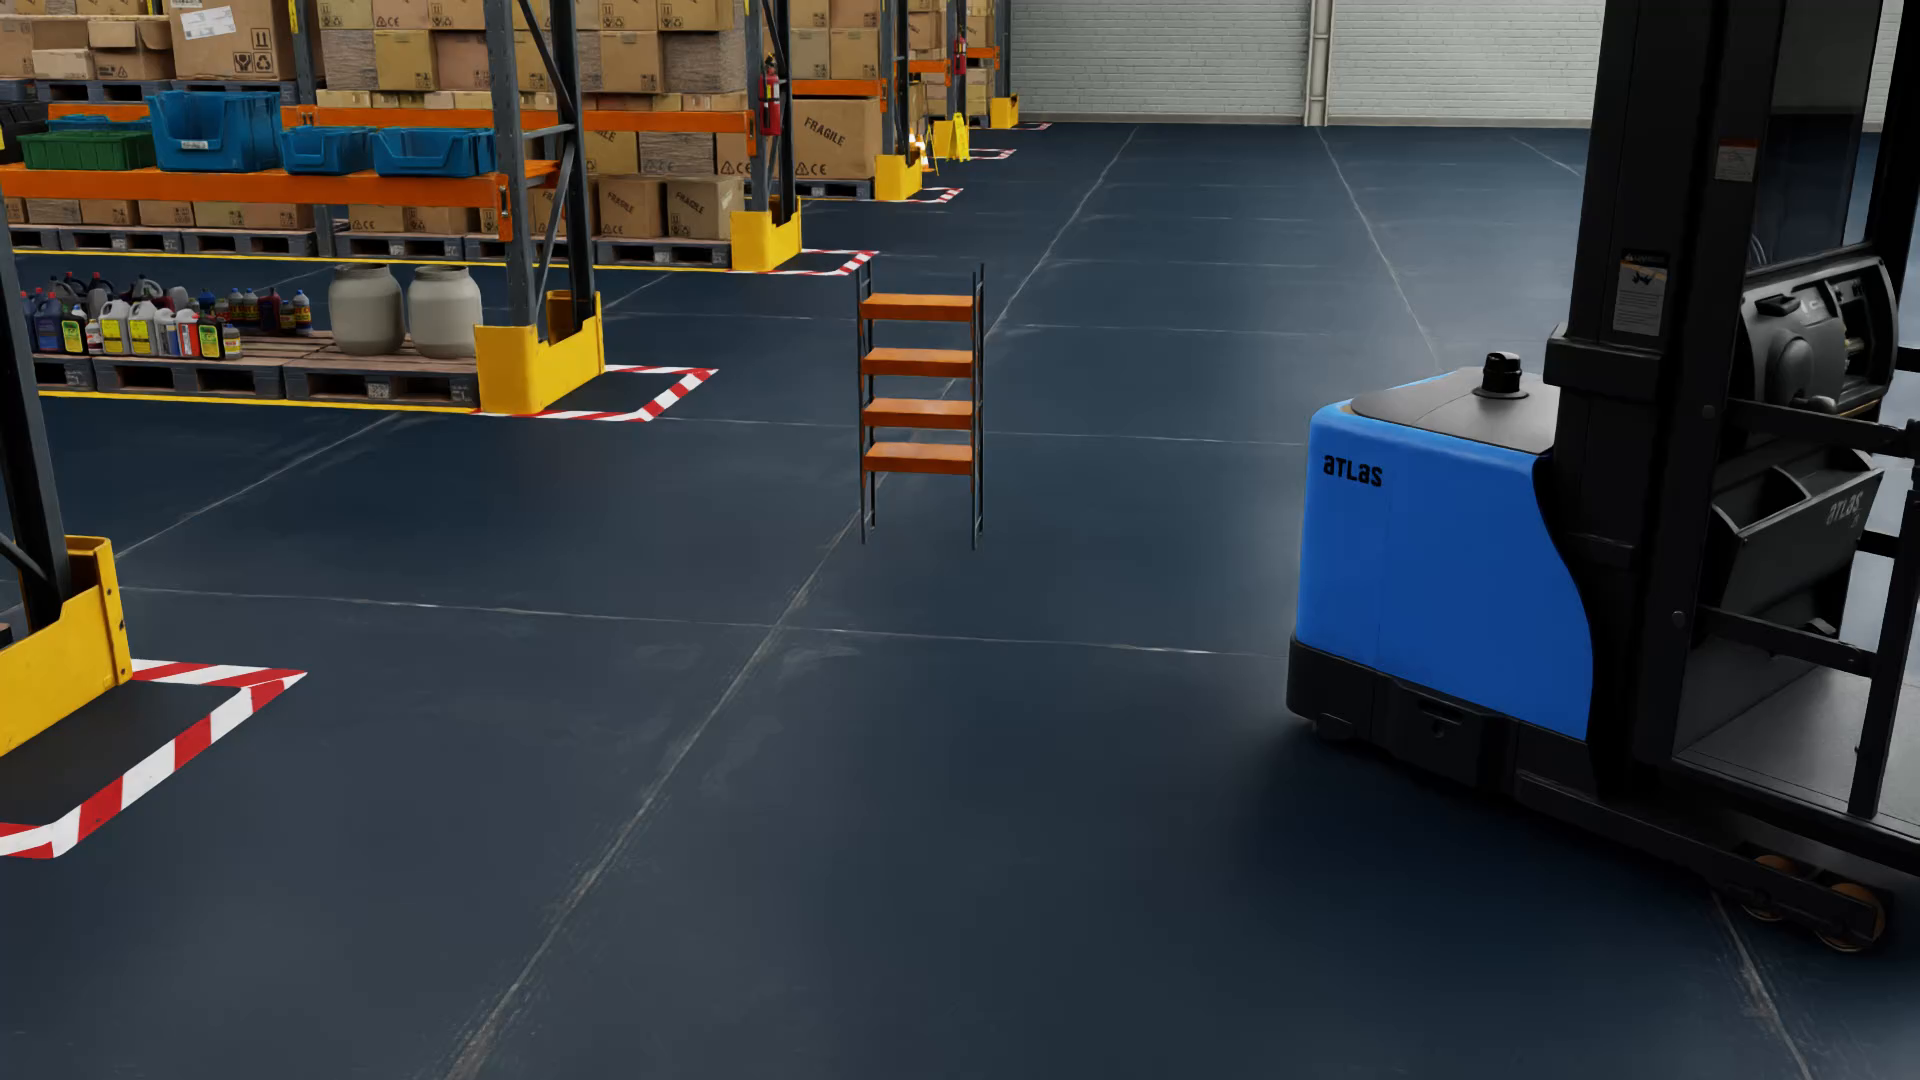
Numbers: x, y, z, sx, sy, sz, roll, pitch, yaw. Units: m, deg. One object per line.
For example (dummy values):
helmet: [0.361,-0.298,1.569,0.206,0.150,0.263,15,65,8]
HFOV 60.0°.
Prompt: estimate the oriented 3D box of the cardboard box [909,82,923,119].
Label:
cardboard box: [-0.822,-6.368,24.098,0.500,0.500,0.500,2,19,7]

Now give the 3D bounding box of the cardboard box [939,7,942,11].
cardboard box: [-0.396,-8.881,27.938,0.250,0.149,0.380,3,19,8]

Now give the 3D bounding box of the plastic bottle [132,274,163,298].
plastic bottle: [-5.163,-1.519,10.596,0.185,0.351,0.144,3,19,8]

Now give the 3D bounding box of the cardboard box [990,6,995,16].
cardboard box: [0.444,-8.998,28.288,0.250,0.149,0.380,2,19,7]

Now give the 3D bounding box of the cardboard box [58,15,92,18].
cardboard box: [-10.463,-6.145,19.738,0.250,0.149,0.380,4,19,11]

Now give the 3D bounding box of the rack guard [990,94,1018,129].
rack guard: [0.761,-7.358,28.506,0.348,0.500,1.175,3,19,9]

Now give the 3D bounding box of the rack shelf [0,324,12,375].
rack shelf: [-5.168,-0.541,5.326,4.000,0.370,1.077,3,19,9]

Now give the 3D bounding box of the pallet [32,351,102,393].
pallet: [-5.696,-1.165,10.452,1.213,0.211,1.003,3,19,9]

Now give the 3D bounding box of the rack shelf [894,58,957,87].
rack shelf: [-2.021,-6.749,23.879,4.000,0.370,1.077,3,19,9]

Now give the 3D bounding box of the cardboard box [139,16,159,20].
cardboard box: [-9.434,-6.093,19.581,0.250,0.149,0.380,3,19,8]

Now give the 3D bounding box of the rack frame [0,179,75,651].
rack frame: [-3.193,-0.781,4.911,0.127,3.000,1.000,3,19,9]

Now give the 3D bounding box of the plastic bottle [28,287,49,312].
plastic bottle: [-5.599,-1.361,10.125,0.185,0.351,0.144,3,19,9]

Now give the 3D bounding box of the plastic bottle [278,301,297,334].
plastic bottle: [-4.246,-1.409,10.502,0.097,0.201,0.097,0,18,0]

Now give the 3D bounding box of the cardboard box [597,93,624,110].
cardboard box: [-2.918,-3.767,14.231,0.250,0.149,0.380,3,19,9]

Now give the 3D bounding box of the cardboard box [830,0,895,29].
cardboard box: [-1.092,-6.047,18.711,0.550,0.550,0.875,3,19,9]

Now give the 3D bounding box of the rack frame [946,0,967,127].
rack frame: [-0.046,-6.989,23.464,0.127,3.000,1.000,3,19,9]

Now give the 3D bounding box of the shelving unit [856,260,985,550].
shelving unit: [-0.163,-0.577,7.138,0.503,1.200,0.258,3,19,9]

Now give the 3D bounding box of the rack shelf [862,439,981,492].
rack shelf: [-0.163,-0.325,7.222,0.480,0.148,0.258,3,19,9]

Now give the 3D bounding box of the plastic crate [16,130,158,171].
plastic crate: [-5.057,-2.277,9.715,0.662,0.188,0.450,3,19,9]

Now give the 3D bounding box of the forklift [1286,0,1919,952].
forklift: [2.428,-0.534,4.278,1.130,2.935,3.031,-16,24,-39]

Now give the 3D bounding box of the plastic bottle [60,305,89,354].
plastic bottle: [-5.279,-1.253,9.909,0.133,0.283,0.061,4,19,11]

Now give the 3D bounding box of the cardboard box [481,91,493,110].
cardboard box: [-3.920,-3.790,14.300,0.250,0.149,0.380,3,19,9]

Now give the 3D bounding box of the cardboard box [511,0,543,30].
cardboard box: [-3.680,-4.574,14.045,0.500,0.500,0.500,3,19,9]

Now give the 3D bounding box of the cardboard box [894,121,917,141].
cardboard box: [-0.911,-5.842,23.707,0.500,0.250,0.500,3,19,8]

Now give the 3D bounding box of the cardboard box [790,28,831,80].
cardboard box: [-1.651,-5.530,18.866,0.550,0.550,0.875,3,19,9]

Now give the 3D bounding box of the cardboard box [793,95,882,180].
cardboard box: [-1.411,-4.638,19.125,0.875,0.875,0.875,3,19,9]

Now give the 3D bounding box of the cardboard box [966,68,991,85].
cardboard box: [0.233,-7.839,28.101,0.500,0.250,0.500,4,19,10]

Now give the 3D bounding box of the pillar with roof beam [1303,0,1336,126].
pillar with roof beam: [5.434,-10.056,23.176,0.400,9.000,9.100,3,19,9]

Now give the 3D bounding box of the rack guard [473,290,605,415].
rack guard: [-2.486,-1.137,9.912,0.348,0.500,1.175,3,19,9]

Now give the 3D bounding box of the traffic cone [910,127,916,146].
traffic cone: [-0.675,-5.404,22.724,0.334,0.463,0.336,3,19,9]

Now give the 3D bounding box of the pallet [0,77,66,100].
pallet: [-8.796,-4.194,15.412,1.003,0.211,1.213,3,19,9]

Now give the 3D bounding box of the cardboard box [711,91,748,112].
cardboard box: [-1.932,-3.715,14.075,0.250,0.149,0.380,3,19,9]

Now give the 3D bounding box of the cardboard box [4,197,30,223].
cardboard box: [-8.852,-3.283,15.634,0.500,0.500,0.700,2,19,6]

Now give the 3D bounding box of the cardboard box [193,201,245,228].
cardboard box: [-6.638,-3.177,15.316,0.500,0.500,0.700,3,19,8]

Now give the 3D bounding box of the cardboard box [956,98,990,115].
cardboard box: [0.224,-7.364,28.257,0.500,0.250,0.500,3,19,9]

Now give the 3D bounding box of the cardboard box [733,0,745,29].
cardboard box: [-2.118,-4.660,14.302,0.500,0.500,0.500,3,19,9]

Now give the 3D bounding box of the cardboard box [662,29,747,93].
cardboard box: [-2.157,-4.109,14.231,0.500,0.500,0.875,3,19,9]

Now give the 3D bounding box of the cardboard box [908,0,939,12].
cardboard box: [-0.585,-7.609,23.115,0.500,0.500,0.700,2,19,7]

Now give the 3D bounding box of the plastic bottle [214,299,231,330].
plastic bottle: [-4.679,-1.431,10.568,0.097,0.201,0.097,0,18,0]

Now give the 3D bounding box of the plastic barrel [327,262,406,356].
plastic barrel: [-3.560,-1.387,9.979,0.421,0.512,0.421,0,18,0]

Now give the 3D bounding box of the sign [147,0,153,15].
sign: [-11.981,-7.867,24.600,0.005,0.325,0.100,3,19,9]

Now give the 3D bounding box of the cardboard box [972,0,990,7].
cardboard box: [0.351,-8.993,27.803,0.250,0.149,0.380,3,19,9]

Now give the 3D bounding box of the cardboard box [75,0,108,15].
cardboard box: [-12.904,-8.080,24.991,0.500,0.500,0.500,3,19,8]

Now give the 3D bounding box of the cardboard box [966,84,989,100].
cardboard box: [0.207,-7.603,28.183,0.500,0.250,0.500,3,19,8]

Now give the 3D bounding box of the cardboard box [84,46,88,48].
cardboard box: [-7.827,-4.423,15.345,0.258,0.266,0.396,2,19,7]

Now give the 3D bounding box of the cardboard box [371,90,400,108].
cardboard box: [-4.907,-3.841,14.452,0.250,0.149,0.380,3,19,9]

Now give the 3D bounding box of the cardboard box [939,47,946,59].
cardboard box: [-0.349,-6.952,23.749,0.250,0.149,0.380,3,19,9]

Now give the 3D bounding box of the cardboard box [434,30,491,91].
cardboard box: [-4.135,-4.203,14.509,0.500,0.500,0.875,3,19,9]

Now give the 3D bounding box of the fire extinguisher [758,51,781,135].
fire extinguisher: [-1.578,-3.698,13.749,0.183,0.674,0.296,3,19,9]

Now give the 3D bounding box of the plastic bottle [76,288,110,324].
plastic bottle: [-5.481,-1.452,10.514,0.135,0.276,0.152,3,19,9]

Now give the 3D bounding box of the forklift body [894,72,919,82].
forklift body: [-1.424,-7.666,26.824,1.214,2.155,2.313,3,19,9]

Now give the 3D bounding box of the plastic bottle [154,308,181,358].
plastic bottle: [-4.668,-1.233,9.860,0.135,0.276,0.152,2,19,7]

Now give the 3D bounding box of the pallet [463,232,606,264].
pallet: [-3.691,-2.680,14.980,1.213,0.211,1.003,3,19,9]

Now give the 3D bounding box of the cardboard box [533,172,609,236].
cardboard box: [-3.443,-2.992,14.795,0.500,0.500,0.500,5,19,14]
